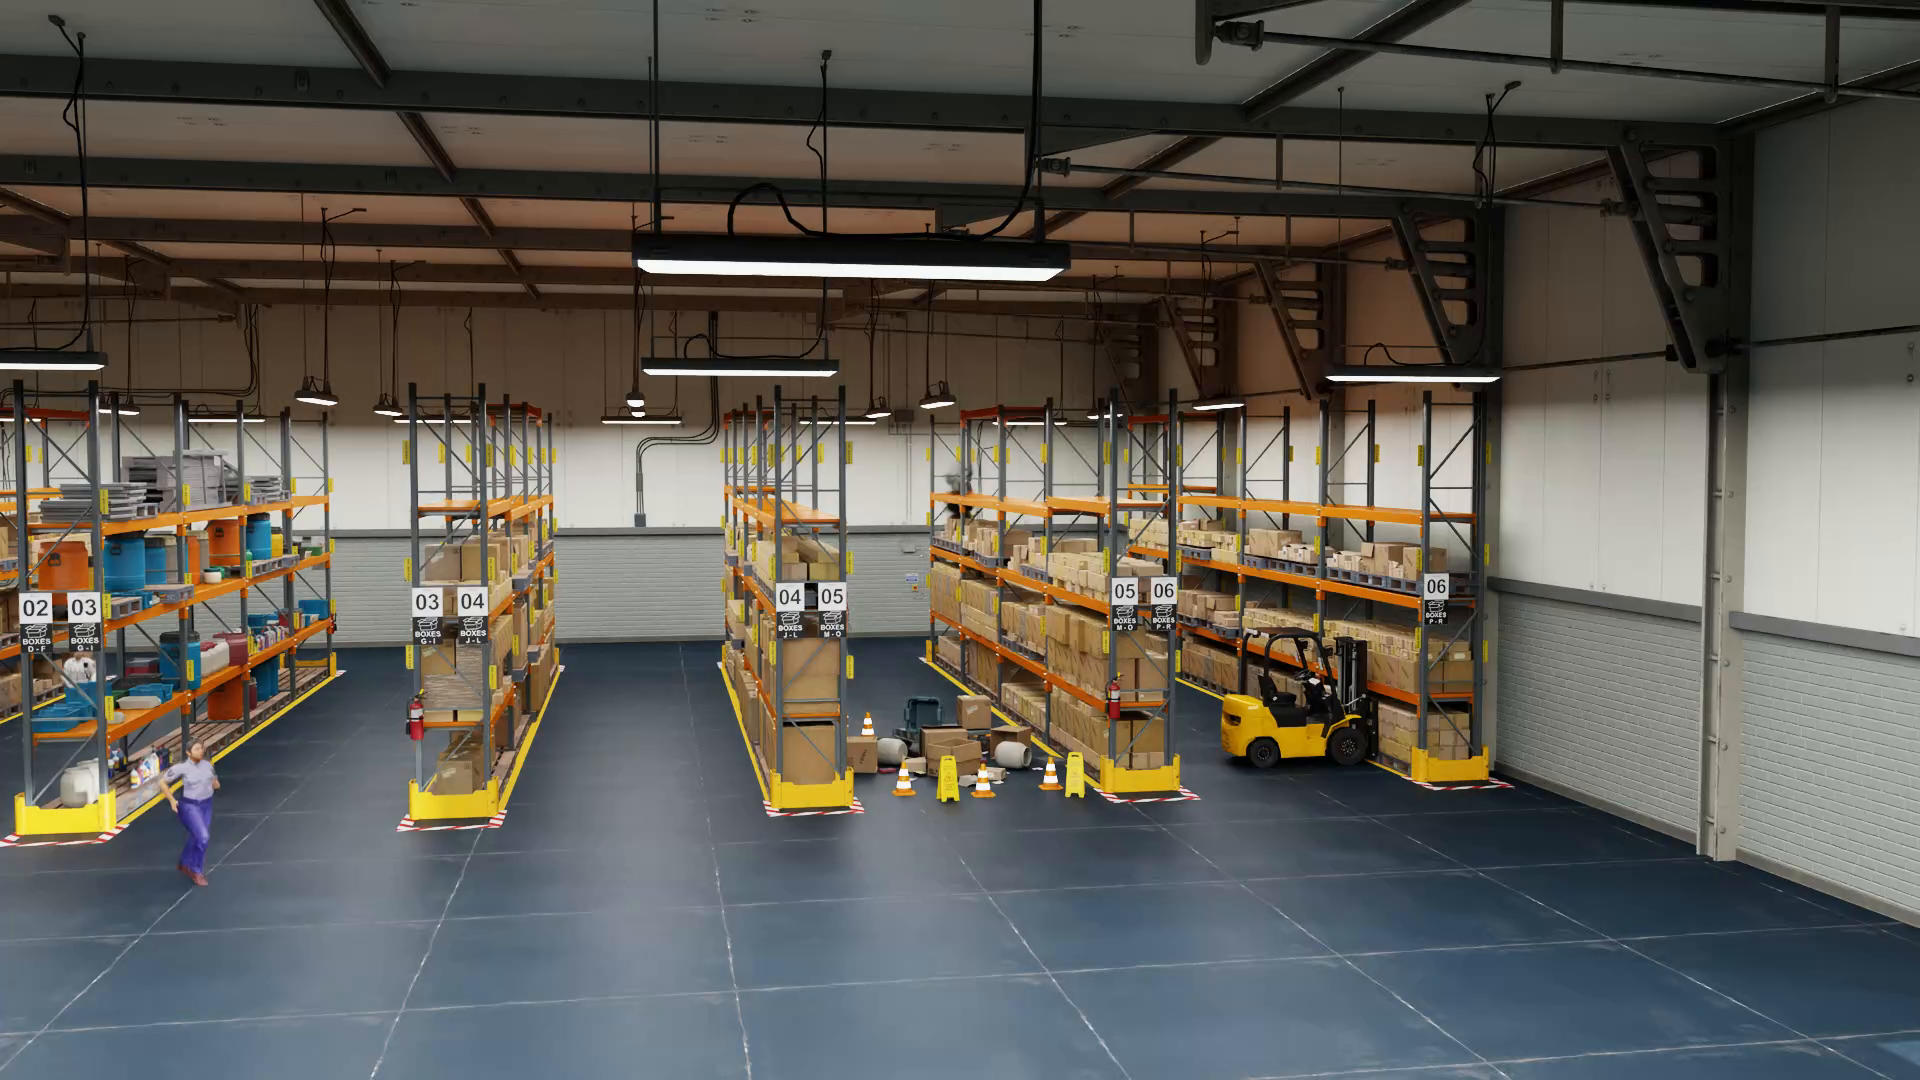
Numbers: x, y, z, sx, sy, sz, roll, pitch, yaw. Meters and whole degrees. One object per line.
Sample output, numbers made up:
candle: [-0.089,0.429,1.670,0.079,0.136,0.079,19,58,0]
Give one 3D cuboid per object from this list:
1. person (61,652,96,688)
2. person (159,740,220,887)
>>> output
person: [-15.747,2.664,29.702,0.597,1.660,0.551,-1,3,-15]
person: [-8.970,3.199,19.506,0.735,1.709,0.574,1,3,20]
